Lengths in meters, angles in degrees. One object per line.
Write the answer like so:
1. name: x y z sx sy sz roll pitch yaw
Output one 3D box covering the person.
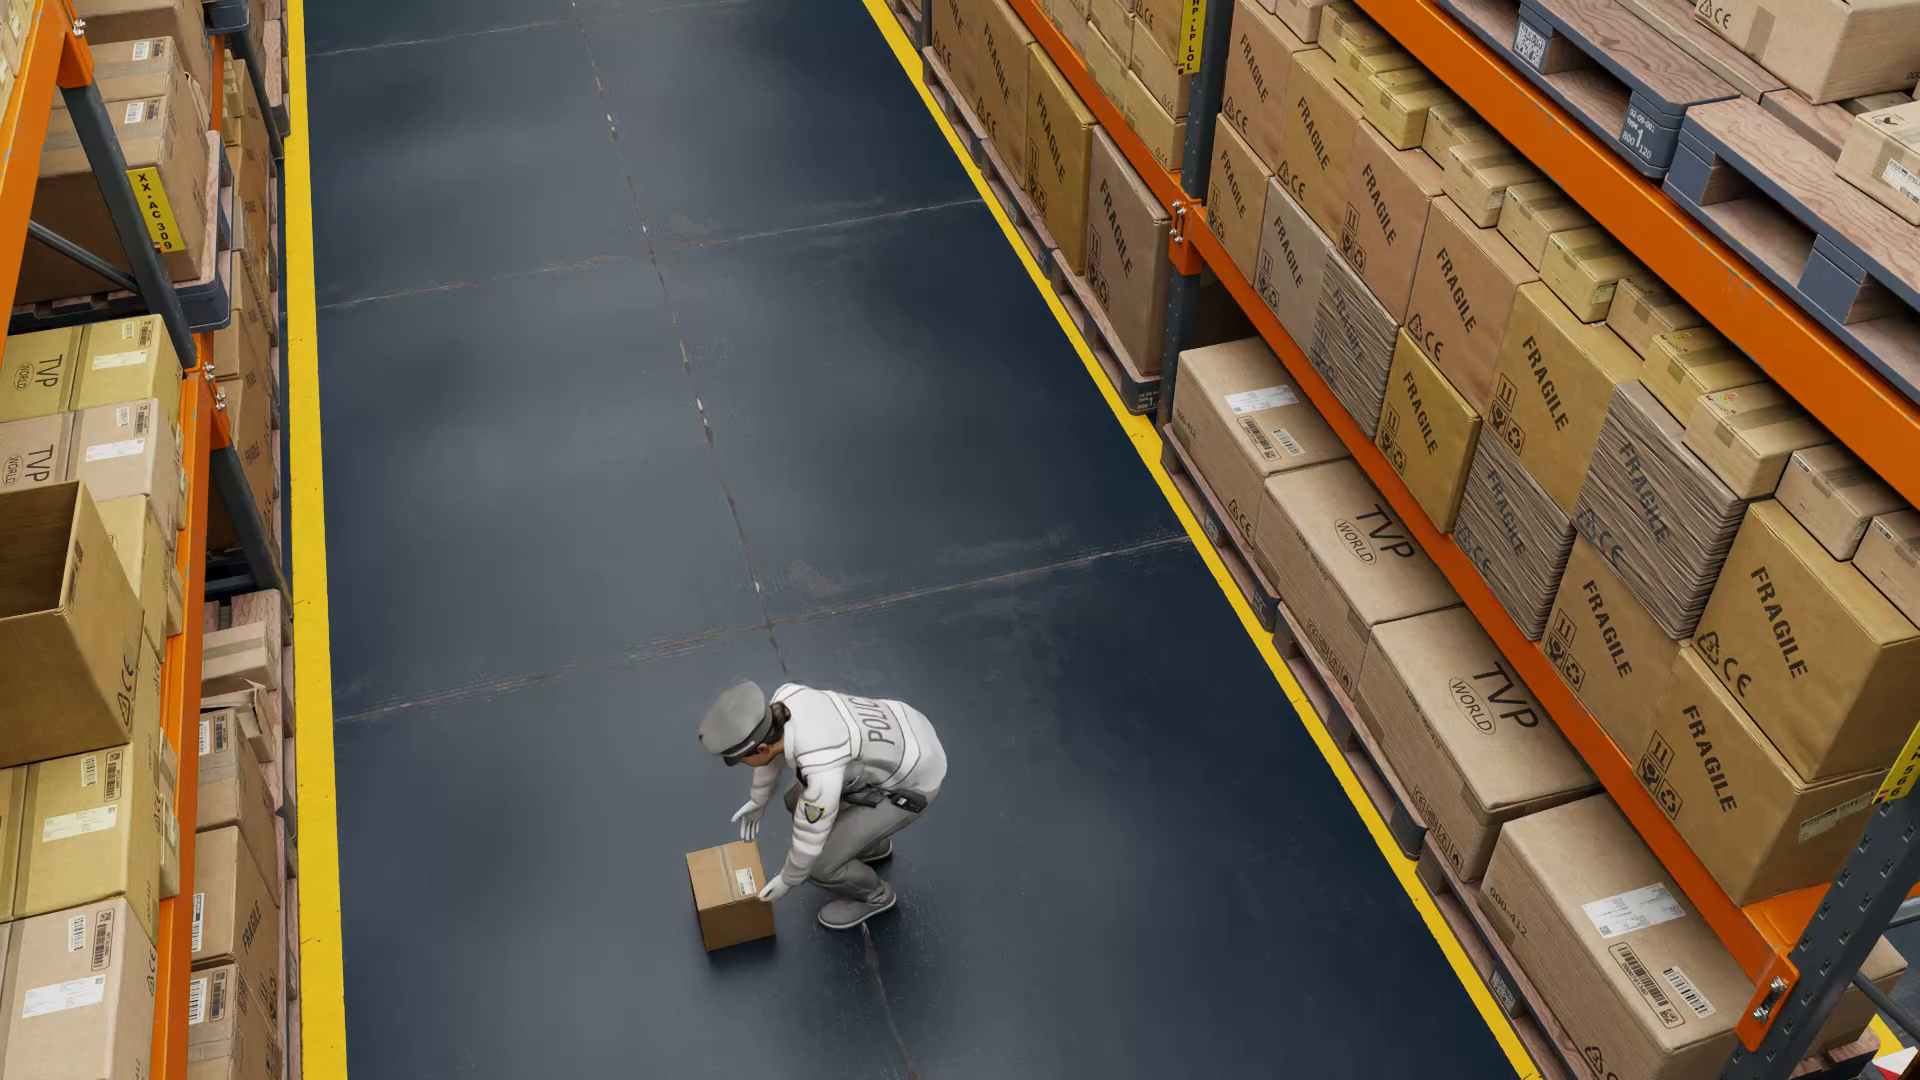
1. person: -0.437 0.865 5.599 0.804 1.154 0.518 -12 44 -13
